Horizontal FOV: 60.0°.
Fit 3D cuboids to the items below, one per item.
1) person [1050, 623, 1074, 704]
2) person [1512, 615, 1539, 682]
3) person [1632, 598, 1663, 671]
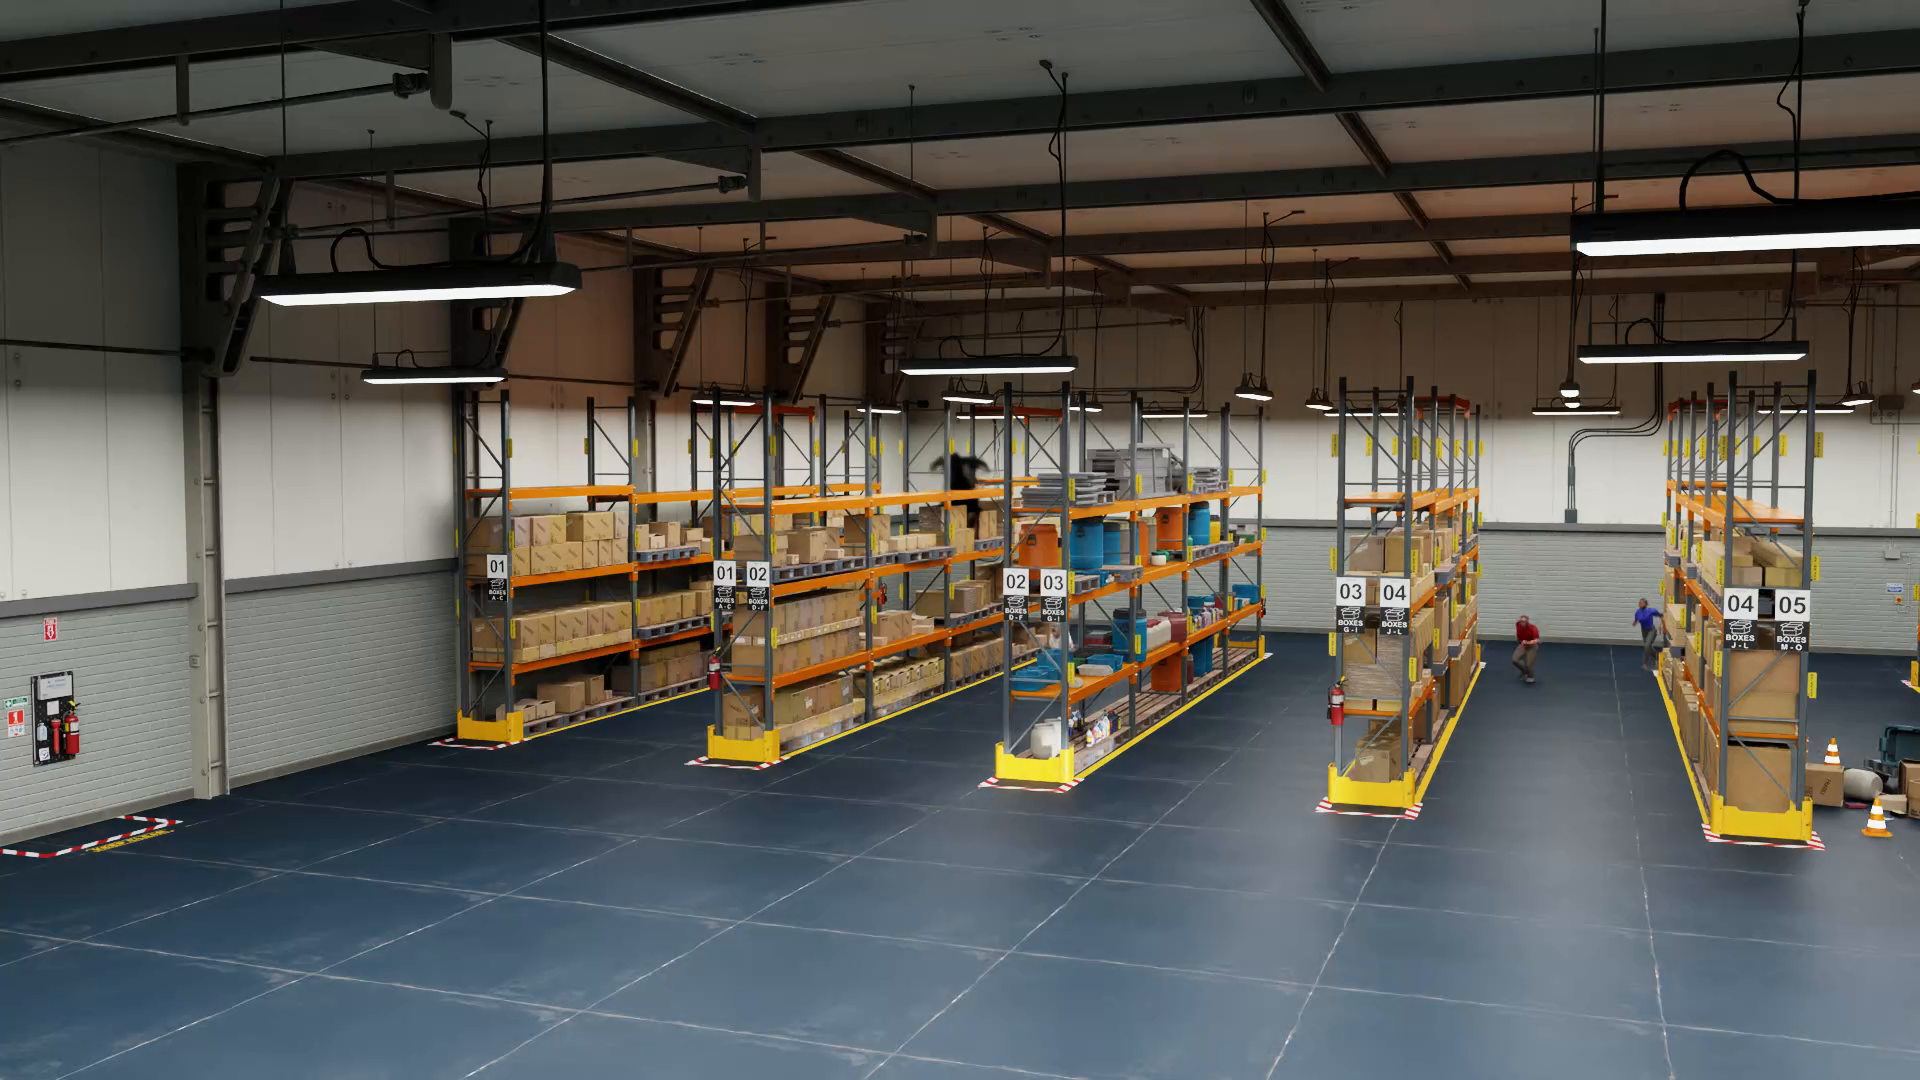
[{"bbox_3d":[2.061,2.394,32.763,0.673,1.593,1.093,2,4,33],"label":"person"},{"bbox_3d":[12.011,2.304,35.297,1.001,1.489,0.698,-3,4,-43],"label":"person"},{"bbox_3d":[15.641,2.121,37.753,0.946,1.627,0.587,-2,4,-31],"label":"person"}]
